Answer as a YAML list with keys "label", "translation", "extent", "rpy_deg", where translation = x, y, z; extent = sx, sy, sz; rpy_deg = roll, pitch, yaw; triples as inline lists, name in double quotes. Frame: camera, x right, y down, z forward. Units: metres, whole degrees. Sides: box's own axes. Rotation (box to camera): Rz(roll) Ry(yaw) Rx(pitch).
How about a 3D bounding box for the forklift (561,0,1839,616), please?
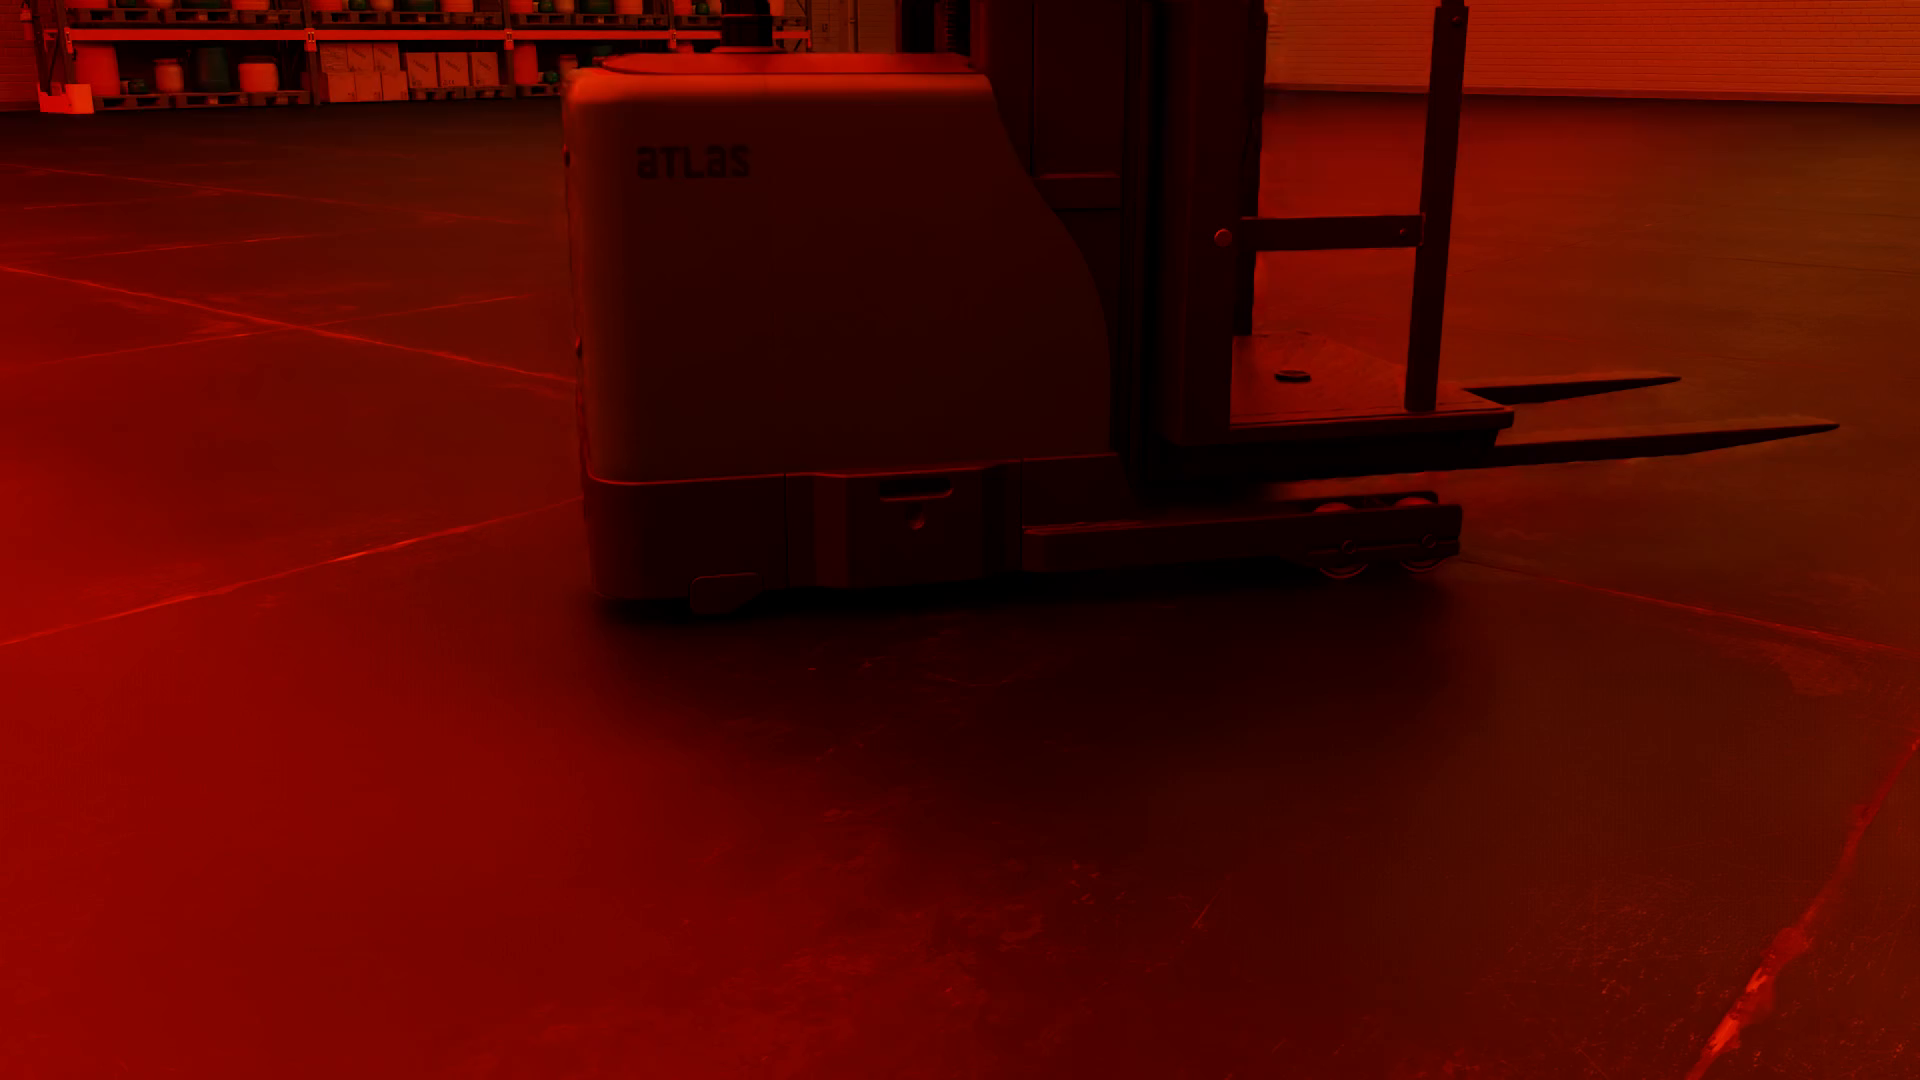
- label: "forklift"
  translation: [0.628, -1.461, 3.710]
  extent: [3.031, 2.935, 1.130]
  rpy_deg: [-4, 17, -13]
